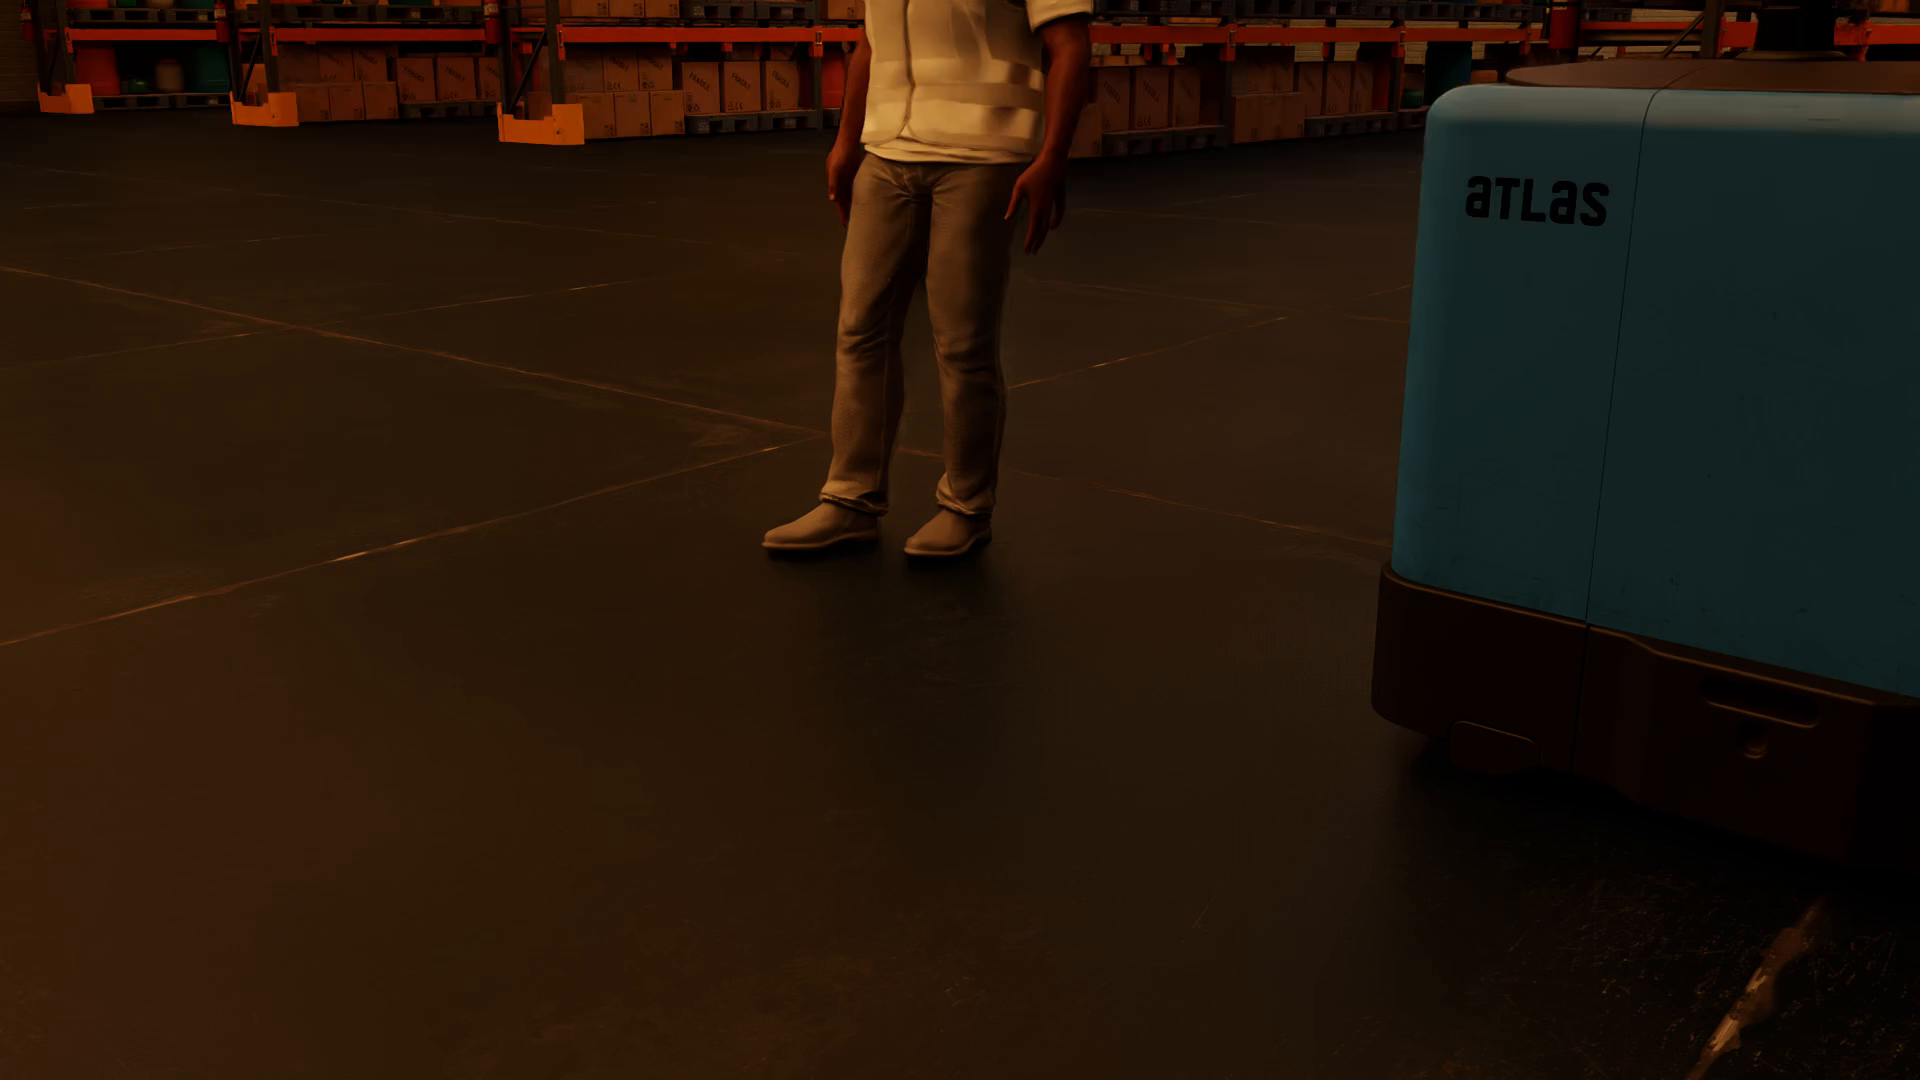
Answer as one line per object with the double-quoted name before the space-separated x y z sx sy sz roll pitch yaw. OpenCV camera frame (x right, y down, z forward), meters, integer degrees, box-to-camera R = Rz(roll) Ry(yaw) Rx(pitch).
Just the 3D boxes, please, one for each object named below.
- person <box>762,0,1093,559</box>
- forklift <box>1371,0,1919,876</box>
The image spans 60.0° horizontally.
"person" -0.069 -0.810 3.588 0.703 1.763 0.554 13 21 37
"forklift" 2.121 -0.870 1.763 3.031 2.935 1.130 15 22 40
